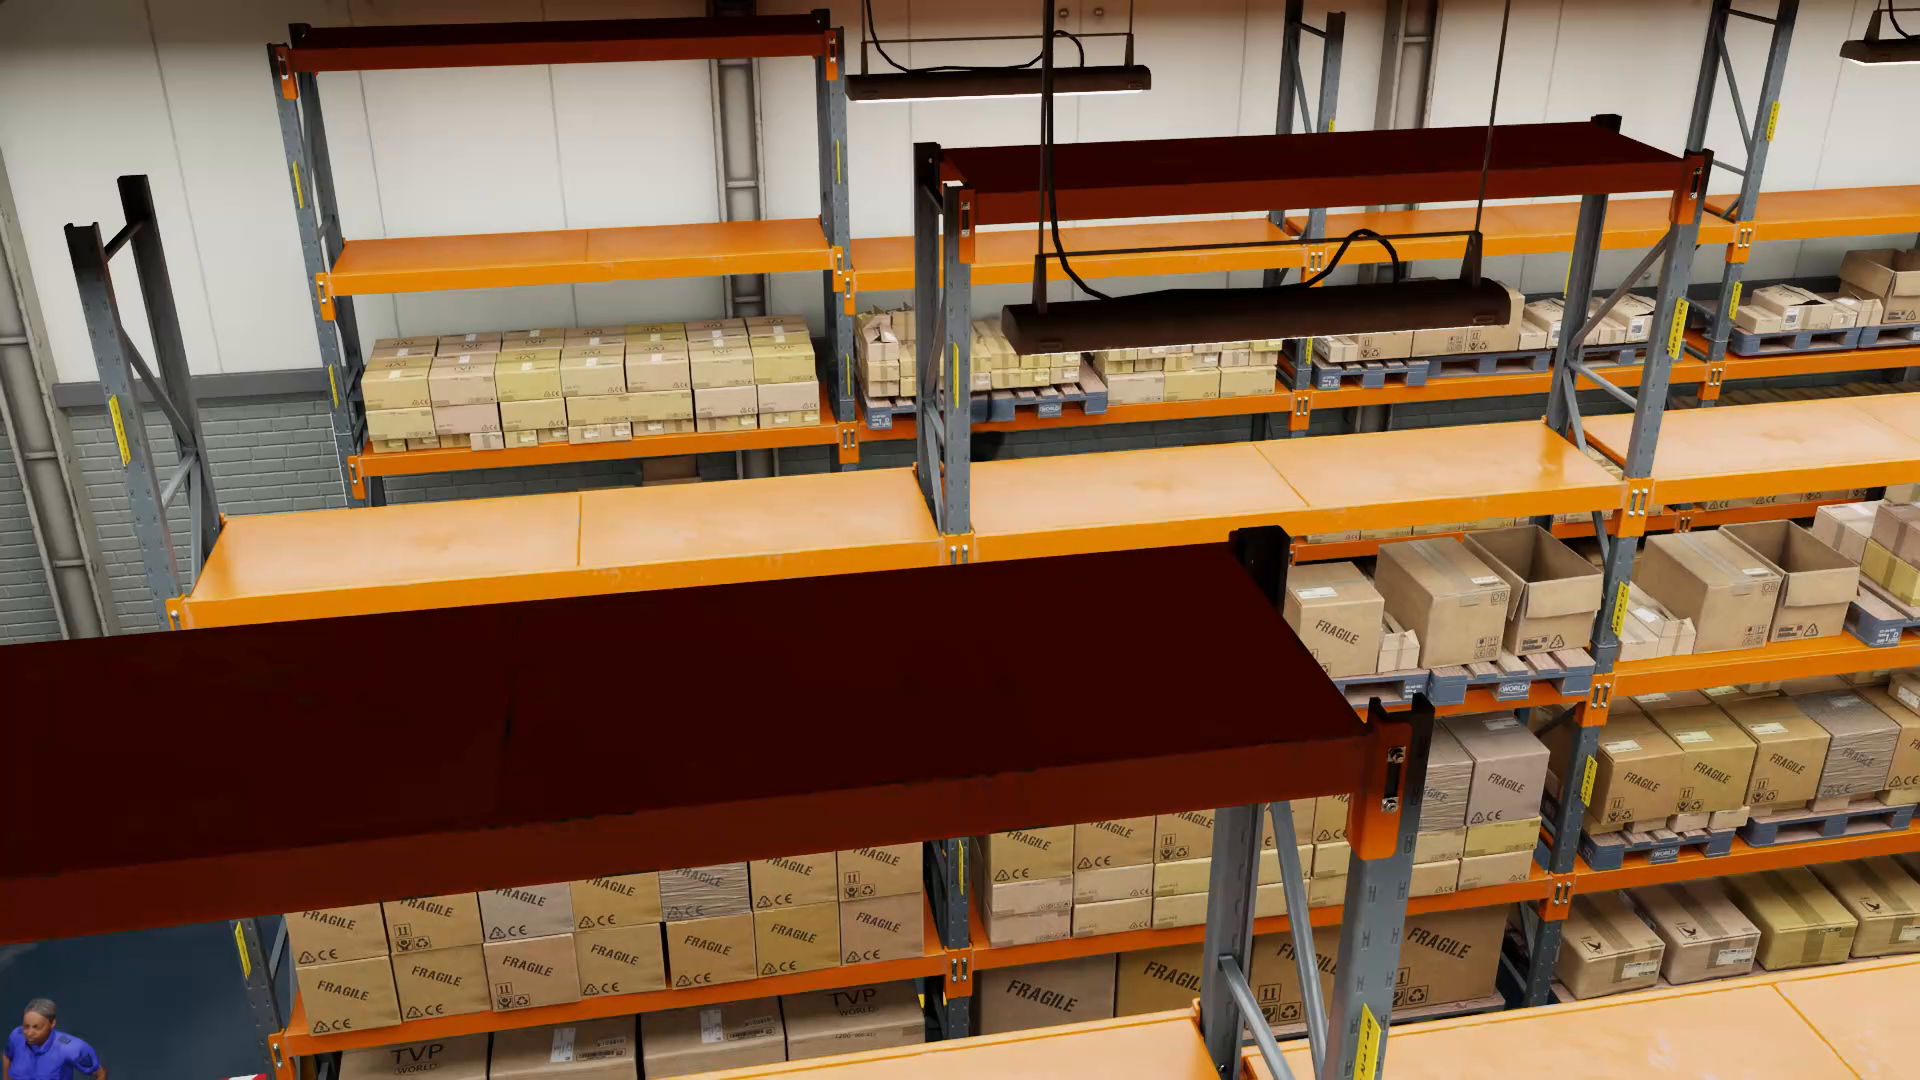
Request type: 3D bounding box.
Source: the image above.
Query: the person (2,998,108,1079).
[{"bbox_3d":[-5.235,3.301,9.649,0.621,1.583,0.638,3,26,6],"label":"person"}]
